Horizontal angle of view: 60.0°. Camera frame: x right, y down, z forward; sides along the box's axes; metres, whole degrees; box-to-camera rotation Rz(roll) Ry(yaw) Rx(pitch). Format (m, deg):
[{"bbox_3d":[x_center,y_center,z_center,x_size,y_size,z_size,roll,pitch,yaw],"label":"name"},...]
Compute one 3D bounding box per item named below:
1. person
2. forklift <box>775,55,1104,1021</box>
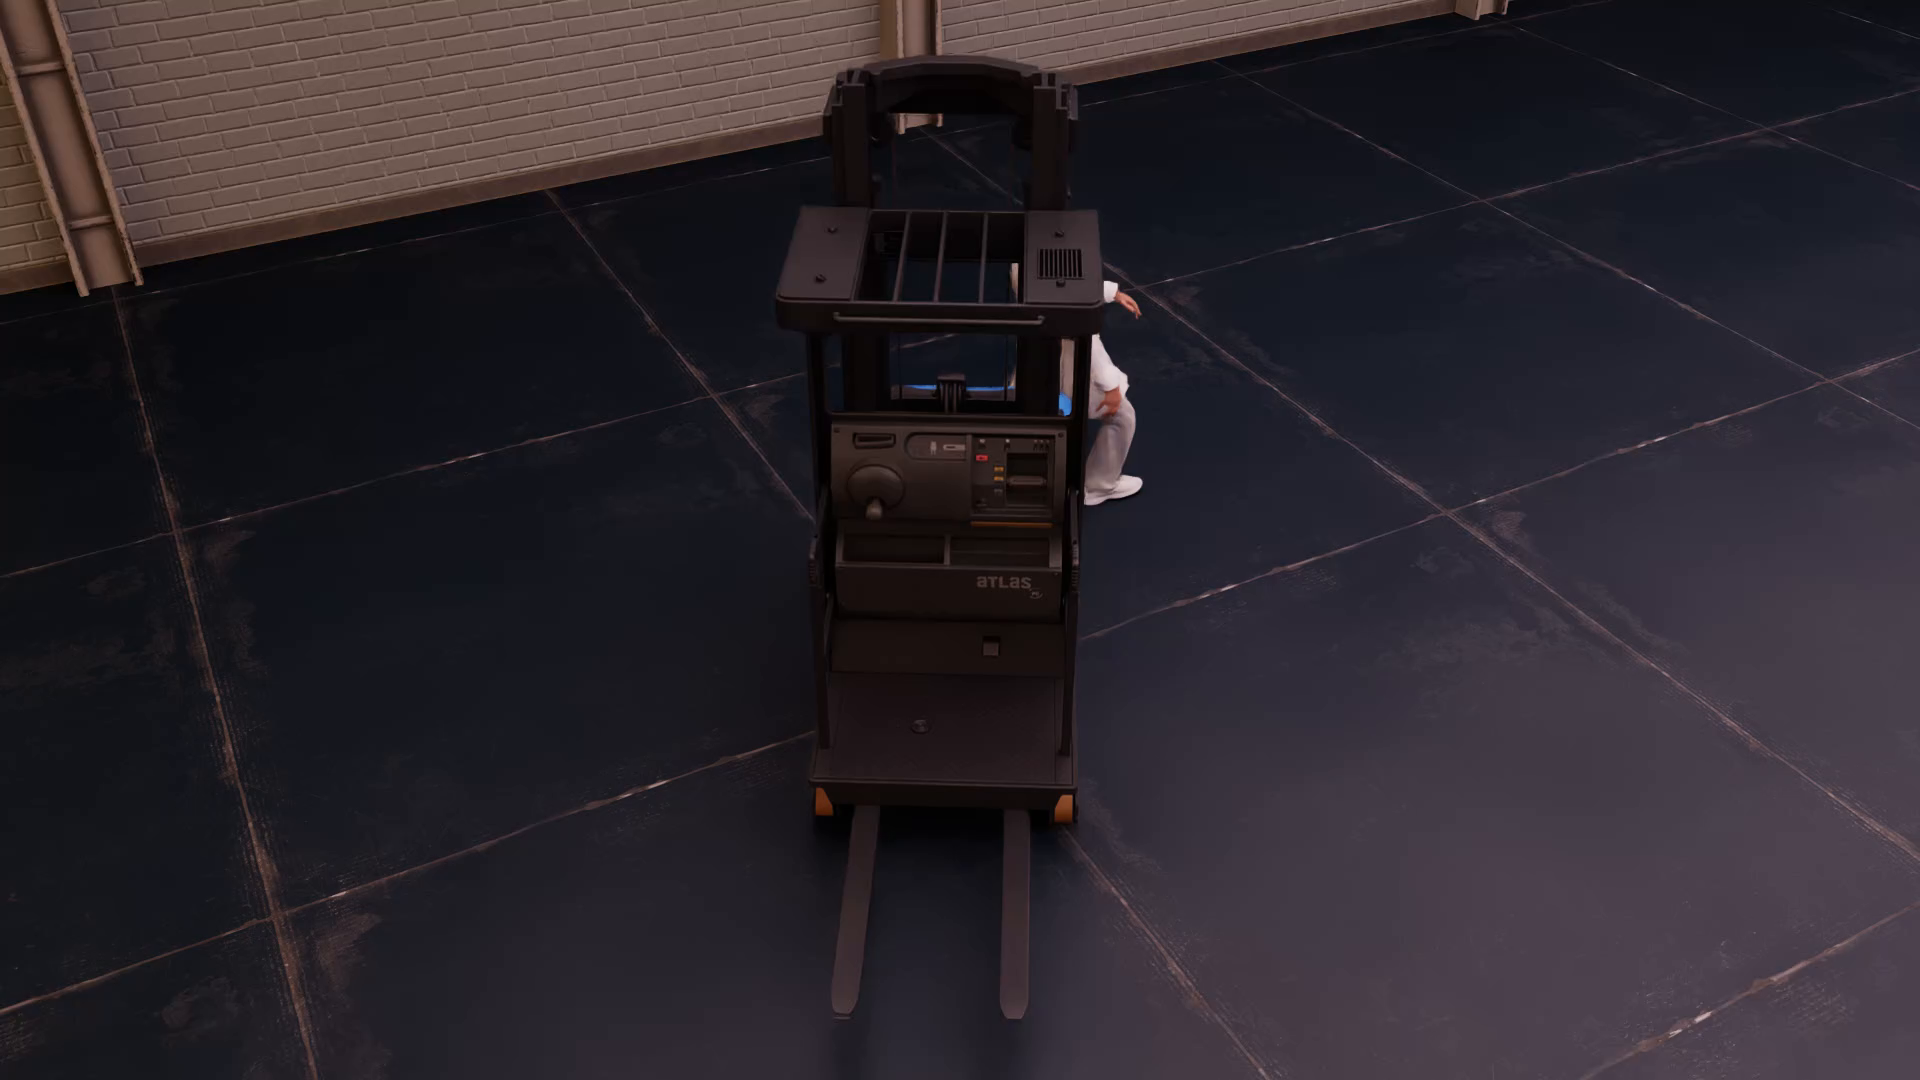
[{"bbox_3d":[0.567,-0.895,8.493,0.889,1.656,0.783,-27,43,-33],"label":"person"},{"bbox_3d":[-0.053,-0.200,6.406,1.130,2.935,3.031,1,35,2],"label":"forklift"}]
